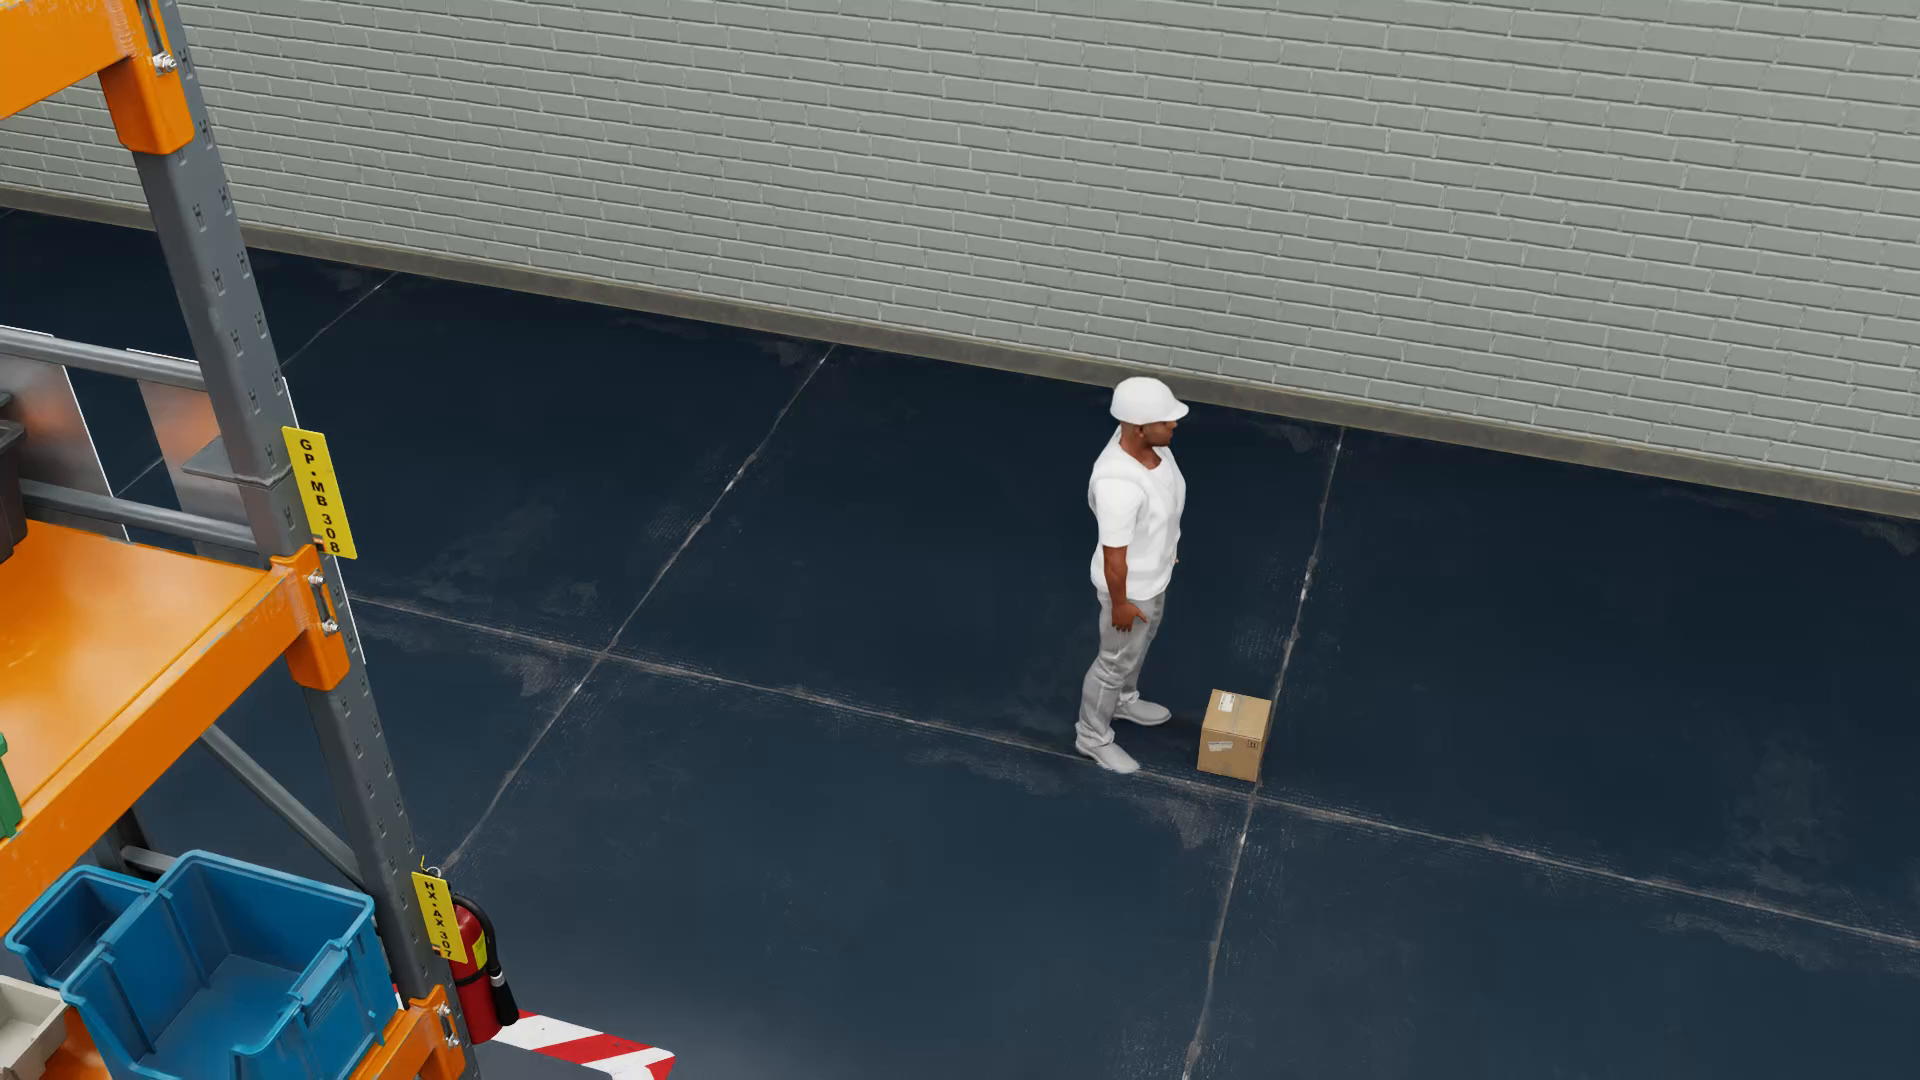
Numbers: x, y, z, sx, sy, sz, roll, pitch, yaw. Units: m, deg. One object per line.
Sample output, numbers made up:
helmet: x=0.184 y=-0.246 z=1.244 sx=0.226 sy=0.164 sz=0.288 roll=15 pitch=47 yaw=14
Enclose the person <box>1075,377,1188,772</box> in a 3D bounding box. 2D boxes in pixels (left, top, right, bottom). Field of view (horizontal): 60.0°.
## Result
person: x=0.711 y=0.133 z=6.721 sx=0.368 sy=1.796 sz=0.566 roll=11 pitch=38 yaw=15
